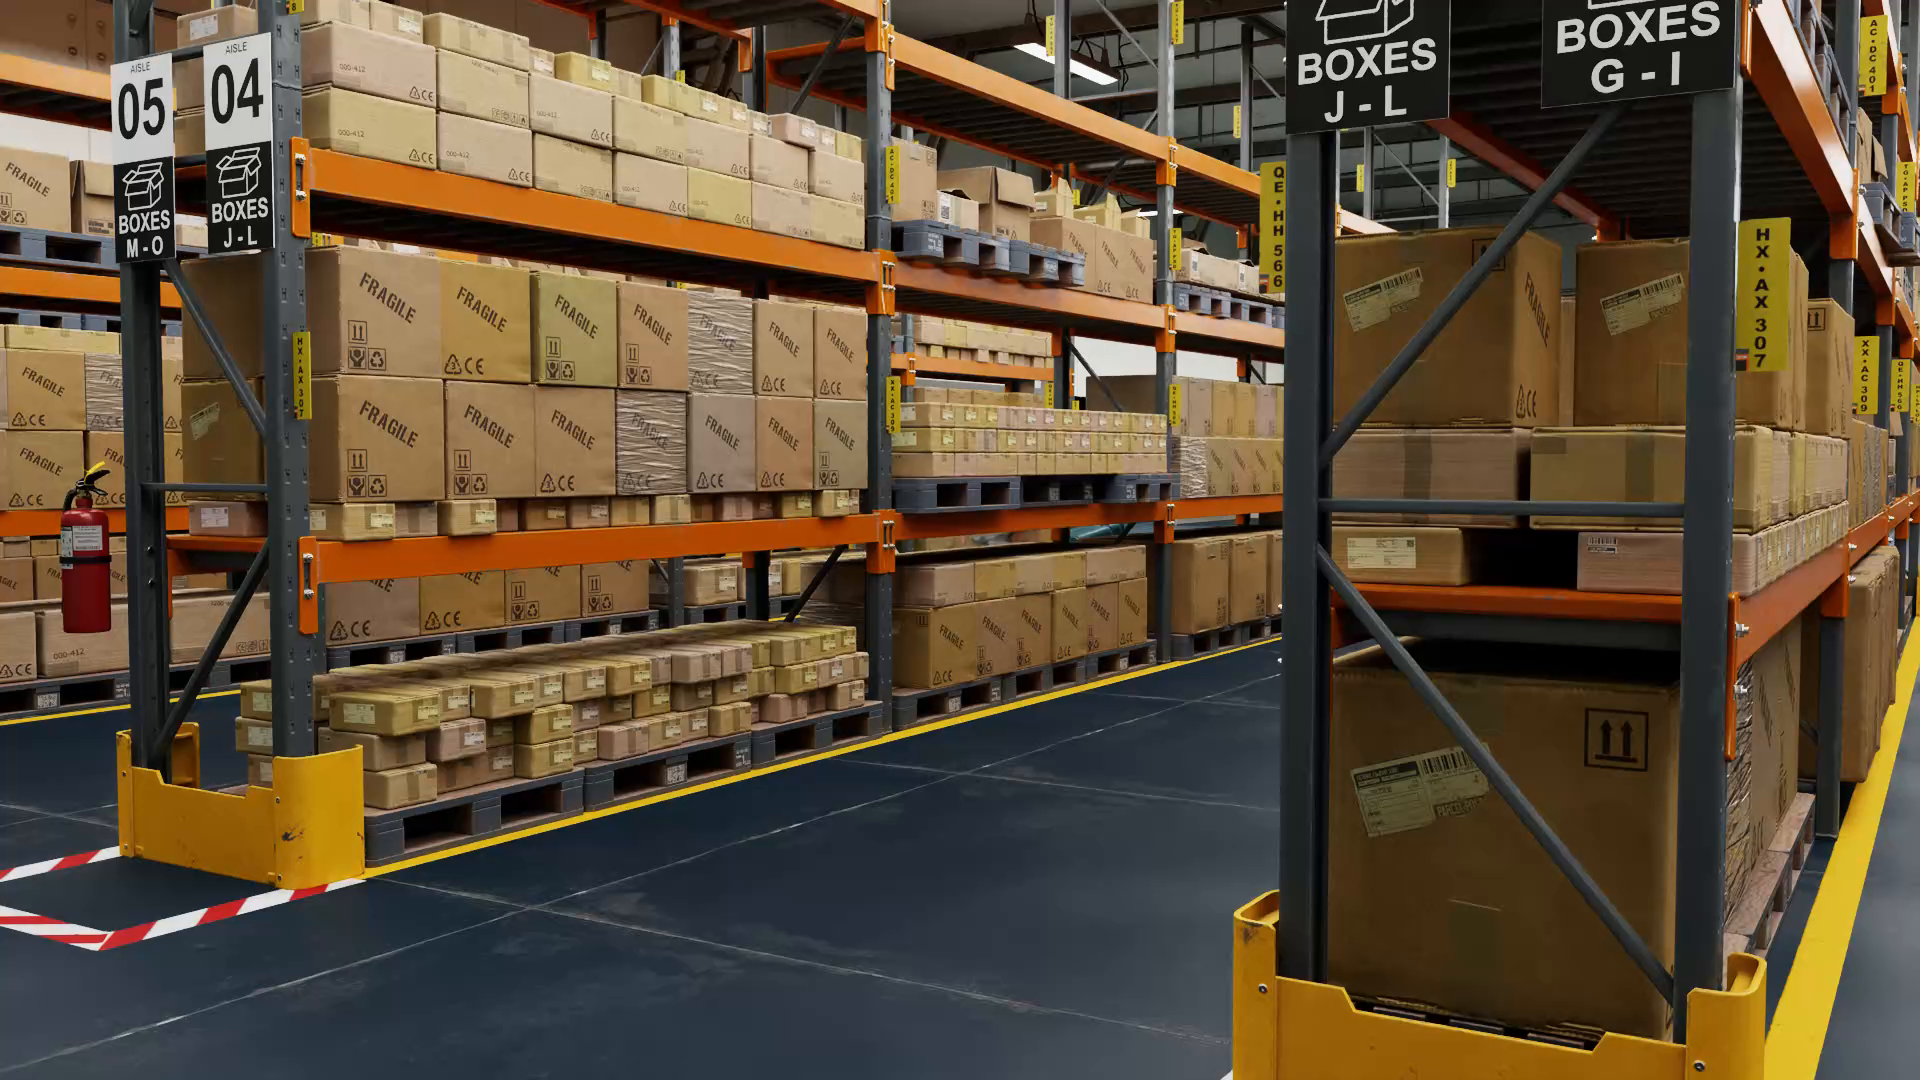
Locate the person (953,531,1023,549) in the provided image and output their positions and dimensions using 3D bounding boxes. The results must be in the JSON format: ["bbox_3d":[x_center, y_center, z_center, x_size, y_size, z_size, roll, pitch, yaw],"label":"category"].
[{"bbox_3d":[0.215,-0.040,15.779,0.574,1.708,0.975,2,3,34],"label":"person"}]
